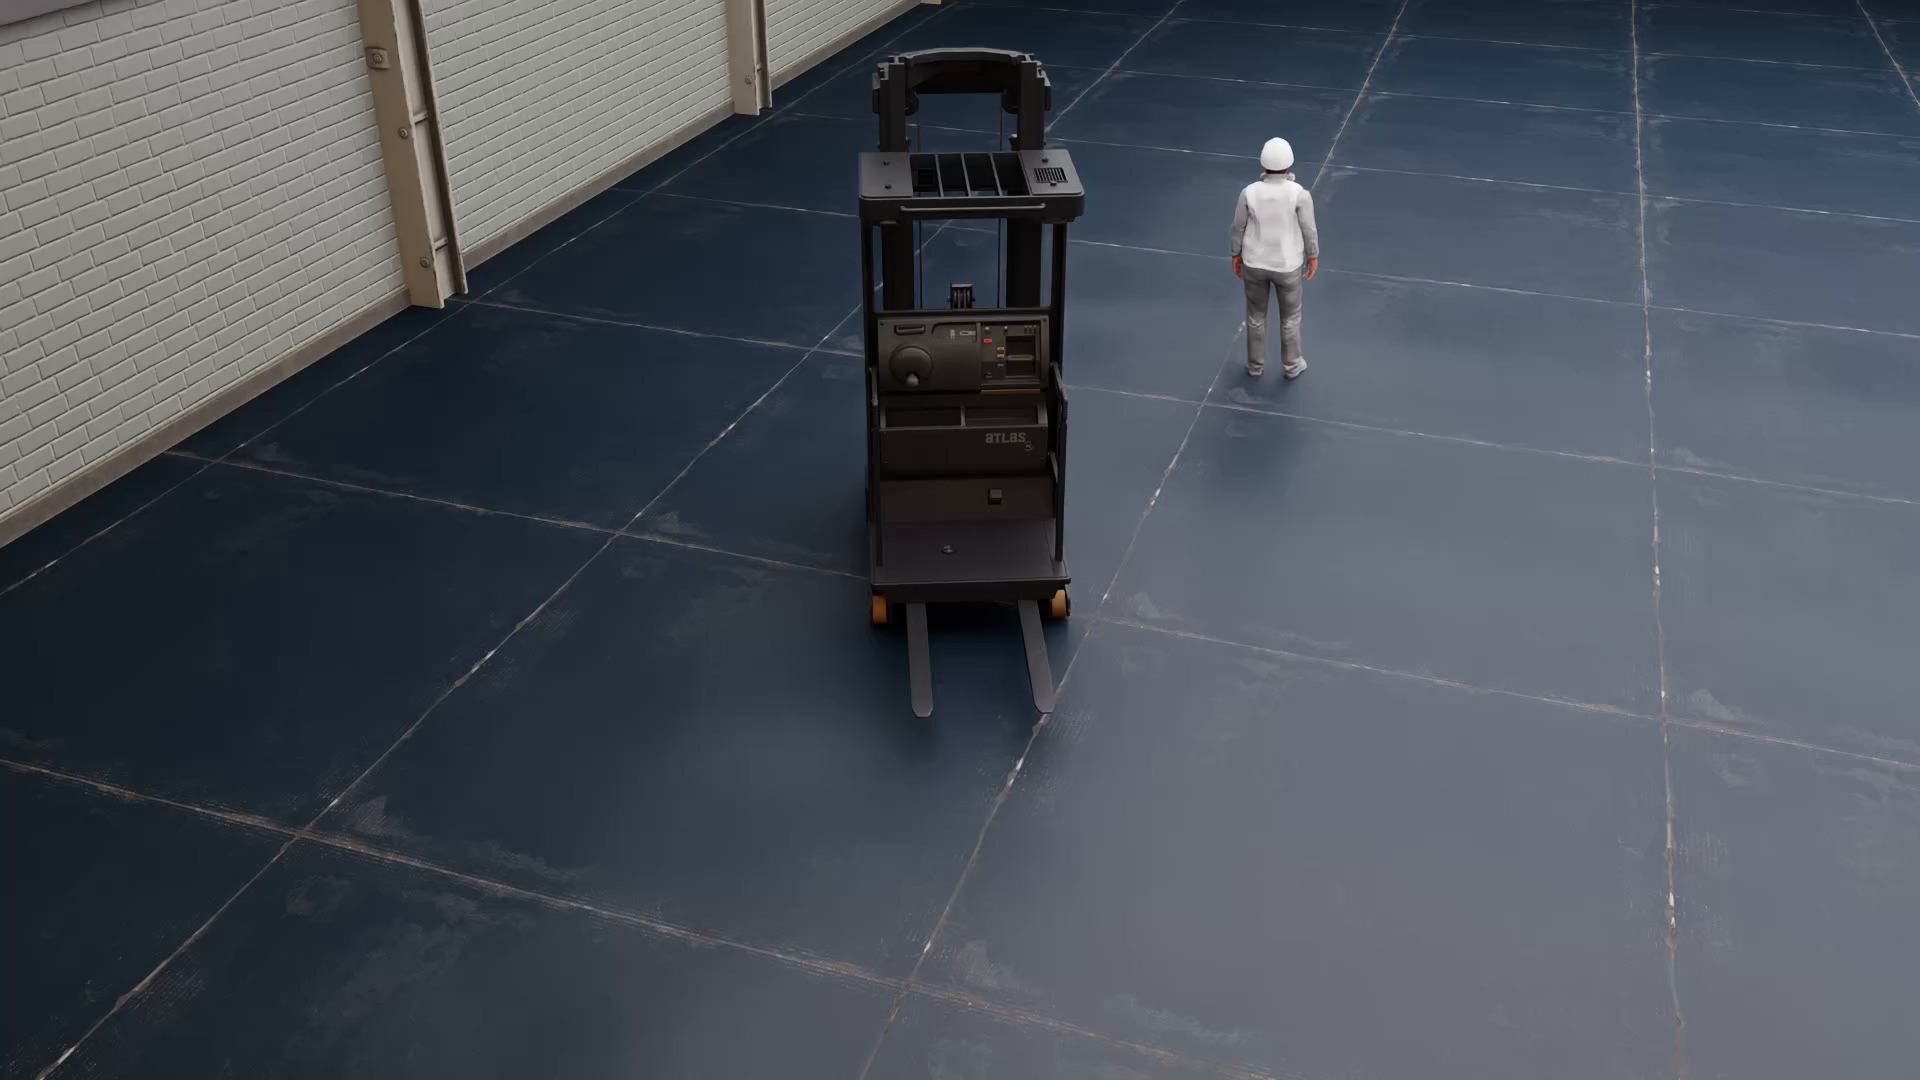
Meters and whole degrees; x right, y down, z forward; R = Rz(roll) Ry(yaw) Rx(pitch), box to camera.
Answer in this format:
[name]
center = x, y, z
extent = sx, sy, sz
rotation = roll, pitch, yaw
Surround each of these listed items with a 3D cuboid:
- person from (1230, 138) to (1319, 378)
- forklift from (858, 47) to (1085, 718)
[person]
center = 2.234, -2.000, 11.813
extent = 0.620, 1.783, 0.535
rotation = 10, 31, 16
[forklift]
center = 0.035, -0.972, 8.842
extent = 1.130, 2.935, 3.031
rotation = -2, 30, -3
